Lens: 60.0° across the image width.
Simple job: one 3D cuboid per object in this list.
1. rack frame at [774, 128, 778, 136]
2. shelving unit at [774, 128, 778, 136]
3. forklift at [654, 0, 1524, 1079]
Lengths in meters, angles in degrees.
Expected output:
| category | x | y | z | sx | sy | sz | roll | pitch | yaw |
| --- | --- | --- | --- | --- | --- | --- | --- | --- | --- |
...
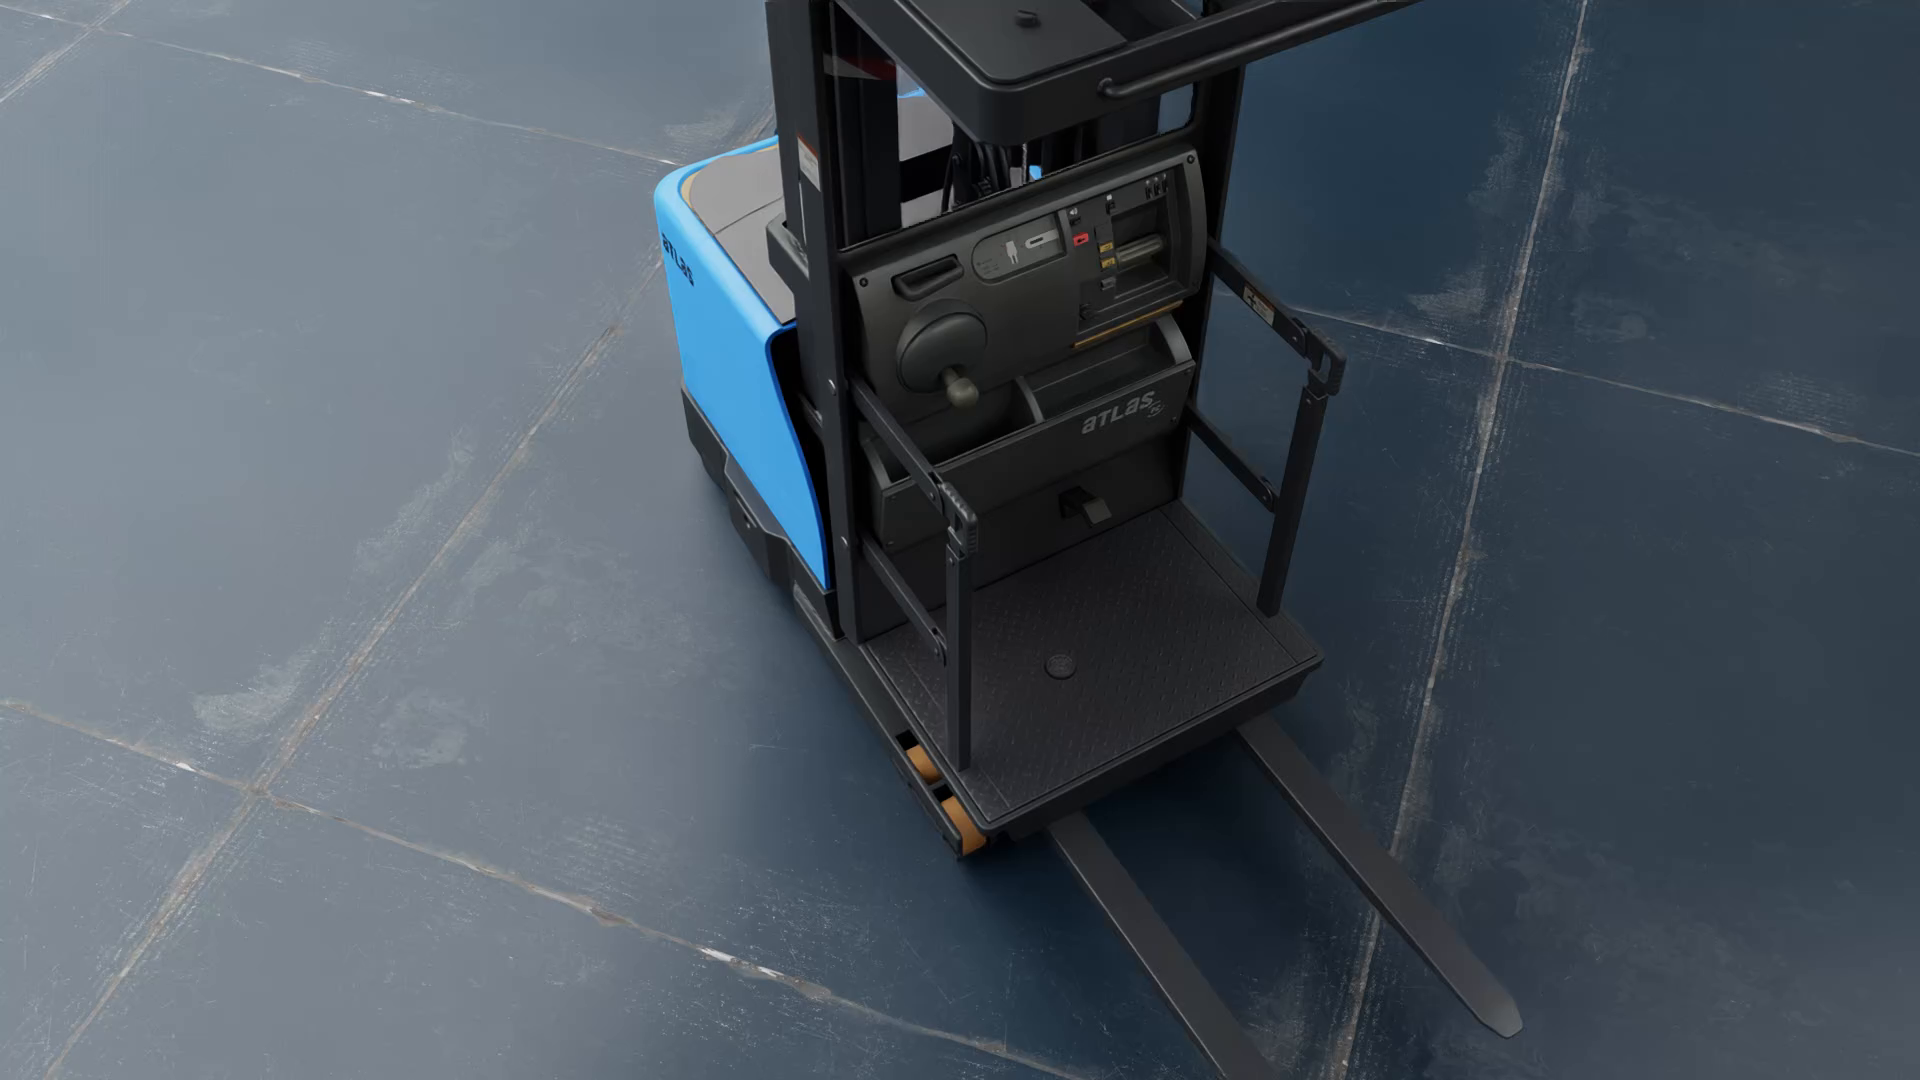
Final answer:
| category | x | y | z | sx | sy | sz | roll | pitch | yaw |
| --- | --- | --- | --- | --- | --- | --- | --- | --- | --- |
| rack frame | -0.474 | -1.024 | 5.542 | 0.240 | 0.900 | 0.006 | -24 | 53 | -19 |
| shelving unit | -0.423 | -0.958 | 5.485 | 0.258 | 0.900 | 0.210 | -24 | 53 | -19 |
| forklift | 0.289 | -0.514 | 3.756 | 1.130 | 2.935 | 3.031 | -24 | 53 | -19 |
